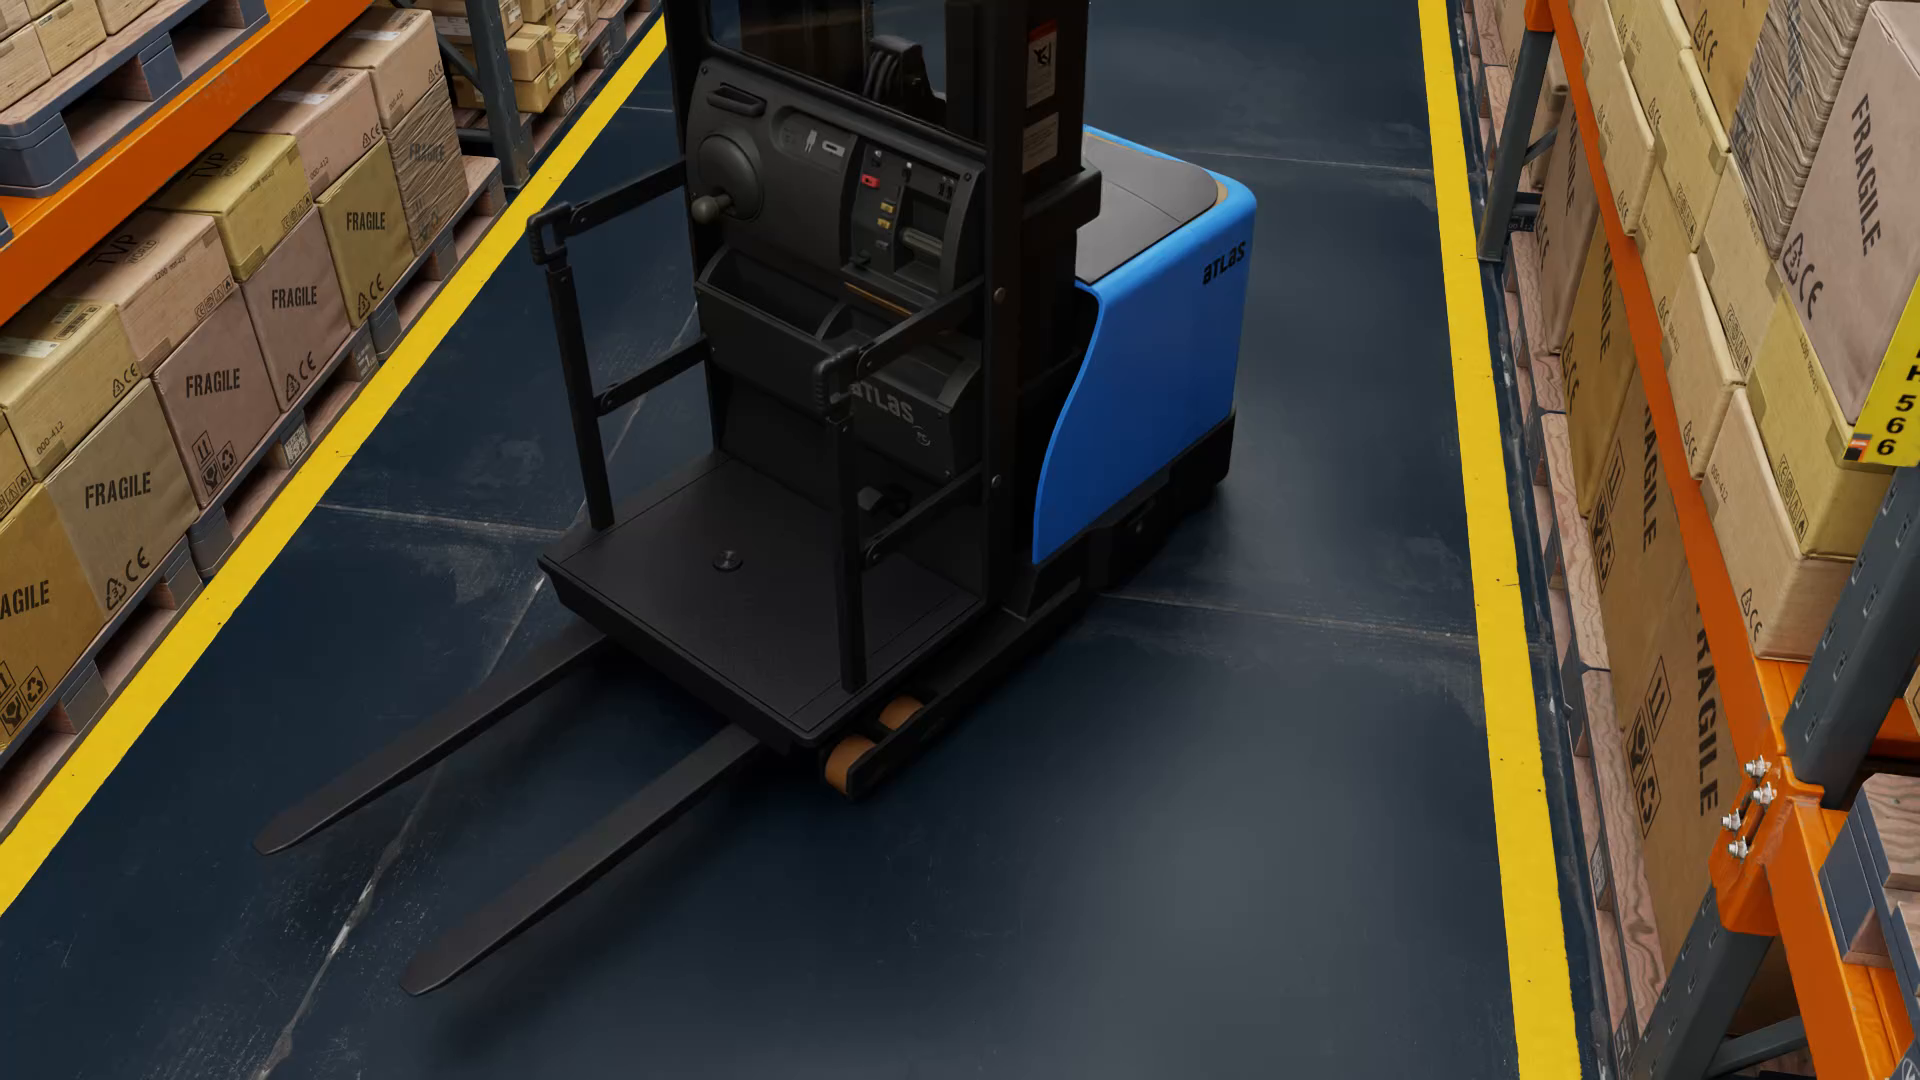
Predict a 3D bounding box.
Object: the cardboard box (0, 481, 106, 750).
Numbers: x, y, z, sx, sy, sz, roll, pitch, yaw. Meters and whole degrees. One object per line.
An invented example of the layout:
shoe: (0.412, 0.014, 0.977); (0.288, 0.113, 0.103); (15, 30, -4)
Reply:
cardboard box: (-2.659, 0.173, 4.318); (0.500, 0.500, 0.500); (5, 40, 6)

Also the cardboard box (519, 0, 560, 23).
cardboard box: (-1.971, -2.375, 7.209); (0.380, 0.149, 0.250); (8, 40, 10)

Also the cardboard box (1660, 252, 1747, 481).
cardboard box: (1.765, -0.340, 3.425); (0.500, 0.250, 0.500); (7, 40, 8)

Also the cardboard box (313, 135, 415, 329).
cardboard box: (-2.310, -1.107, 5.867); (0.500, 0.500, 0.500); (6, 40, 7)

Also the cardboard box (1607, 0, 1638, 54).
cardboard box: (2.022, -1.486, 4.419); (0.500, 0.250, 0.500); (7, 40, 8)

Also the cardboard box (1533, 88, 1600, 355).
cardboard box: (2.524, -1.185, 5.667); (0.875, 0.875, 0.875); (8, 40, 9)

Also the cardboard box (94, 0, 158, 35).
cardboard box: (-2.483, -1.531, 4.616); (0.380, 0.149, 0.250); (5, 40, 6)

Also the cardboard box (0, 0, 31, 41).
cardboard box: (-2.576, -1.326, 4.134); (0.380, 0.149, 0.250); (6, 40, 8)

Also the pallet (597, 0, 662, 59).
pallet: (-2.051, -2.841, 8.521); (1.003, 0.211, 1.213); (6, 40, 8)

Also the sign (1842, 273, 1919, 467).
sign: (1.313, -0.235, 2.272); (0.100, 0.325, 0.005); (6, 40, 8)

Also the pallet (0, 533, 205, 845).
pallet: (-2.896, 0.372, 4.634); (1.003, 0.211, 1.213); (6, 40, 8)

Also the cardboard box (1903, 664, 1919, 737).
cardboard box: (1.554, 0.212, 1.998); (0.500, 0.500, 0.500); (5, 40, 6)

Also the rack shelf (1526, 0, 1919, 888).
rack shelf: (2.206, -0.708, 4.317); (1.077, 0.370, 4.000); (6, 40, 8)

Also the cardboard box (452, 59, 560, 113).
cardboard box: (-1.961, -1.979, 7.197); (0.380, 0.149, 0.250); (5, 40, 6)

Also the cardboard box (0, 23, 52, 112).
cardboard box: (-2.575, -1.210, 4.228); (0.380, 0.149, 0.250); (8, 40, 9)

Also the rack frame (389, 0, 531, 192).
rack frame: (-2.341, -2.723, 6.189); (1.000, 3.000, 0.127); (6, 40, 8)

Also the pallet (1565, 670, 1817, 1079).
pallet: (2.071, 0.858, 4.046); (1.003, 0.211, 1.213); (6, 40, 8)

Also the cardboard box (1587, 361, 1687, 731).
cardboard box: (2.220, -0.057, 4.302); (0.875, 0.875, 0.875); (7, 40, 8)

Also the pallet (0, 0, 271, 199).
pallet: (-2.731, -1.385, 4.722); (1.003, 0.211, 1.213); (6, 40, 8)

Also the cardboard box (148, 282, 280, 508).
cardboard box: (-2.491, -0.465, 5.091); (0.500, 0.500, 0.500); (5, 40, 7)

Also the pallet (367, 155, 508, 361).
pallet: (-2.474, -1.159, 6.486); (1.003, 0.211, 1.213); (6, 40, 8)

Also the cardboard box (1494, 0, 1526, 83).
cardboard box: (2.921, -2.359, 7.430); (0.875, 0.438, 0.875); (5, 40, 6)

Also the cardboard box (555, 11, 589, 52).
cardboard box: (-1.923, -2.308, 7.595); (0.380, 0.149, 0.250); (6, 40, 7)

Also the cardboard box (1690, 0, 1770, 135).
cardboard box: (1.865, -1.141, 3.413); (0.500, 0.500, 0.500); (6, 40, 8)

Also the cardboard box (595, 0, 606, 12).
cardboard box: (-1.917, -2.645, 8.003); (0.380, 0.149, 0.250); (5, 40, 6)

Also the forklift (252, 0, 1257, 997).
forklift: (-0.469, -0.814, 3.934); (1.130, 2.935, 3.031); (29, 48, 30)

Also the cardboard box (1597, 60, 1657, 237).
cardboard box: (1.928, -0.978, 4.196); (0.500, 0.250, 0.500); (6, 40, 7)

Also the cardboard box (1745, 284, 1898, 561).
cardboard box: (1.693, -0.197, 2.859); (0.500, 0.250, 0.500); (6, 40, 8)

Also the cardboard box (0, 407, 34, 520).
cardboard box: (-2.675, -0.106, 4.068); (0.500, 0.250, 0.500); (5, 40, 6)

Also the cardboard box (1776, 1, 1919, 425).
cardboard box: (1.692, -0.507, 2.646); (0.500, 0.500, 0.500); (5, 40, 6)

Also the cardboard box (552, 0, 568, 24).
cardboard box: (-2.001, -2.418, 7.495); (0.380, 0.149, 0.250); (6, 40, 7)

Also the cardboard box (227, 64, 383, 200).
cardboard box: (-2.323, -1.394, 5.625); (0.500, 0.250, 0.500); (8, 40, 10)

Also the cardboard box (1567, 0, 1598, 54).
cardboard box: (2.128, -1.610, 4.962); (0.500, 0.250, 0.500); (5, 40, 7)

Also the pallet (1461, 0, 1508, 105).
pallet: (2.970, -2.402, 7.990); (1.003, 0.211, 1.213); (6, 40, 8)

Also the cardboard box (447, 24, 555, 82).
cardboard box: (-1.963, -2.093, 7.101); (0.380, 0.149, 0.250); (8, 40, 10)

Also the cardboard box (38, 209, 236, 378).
cardboard box: (-2.489, -0.733, 4.826); (0.500, 0.250, 0.500); (7, 40, 8)

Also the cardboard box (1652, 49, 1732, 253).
cardboard box: (1.847, -0.842, 3.640); (0.500, 0.250, 0.500); (5, 40, 7)

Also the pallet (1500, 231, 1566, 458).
pallet: (2.493, -0.673, 5.898); (1.003, 0.211, 1.213); (6, 40, 8)
